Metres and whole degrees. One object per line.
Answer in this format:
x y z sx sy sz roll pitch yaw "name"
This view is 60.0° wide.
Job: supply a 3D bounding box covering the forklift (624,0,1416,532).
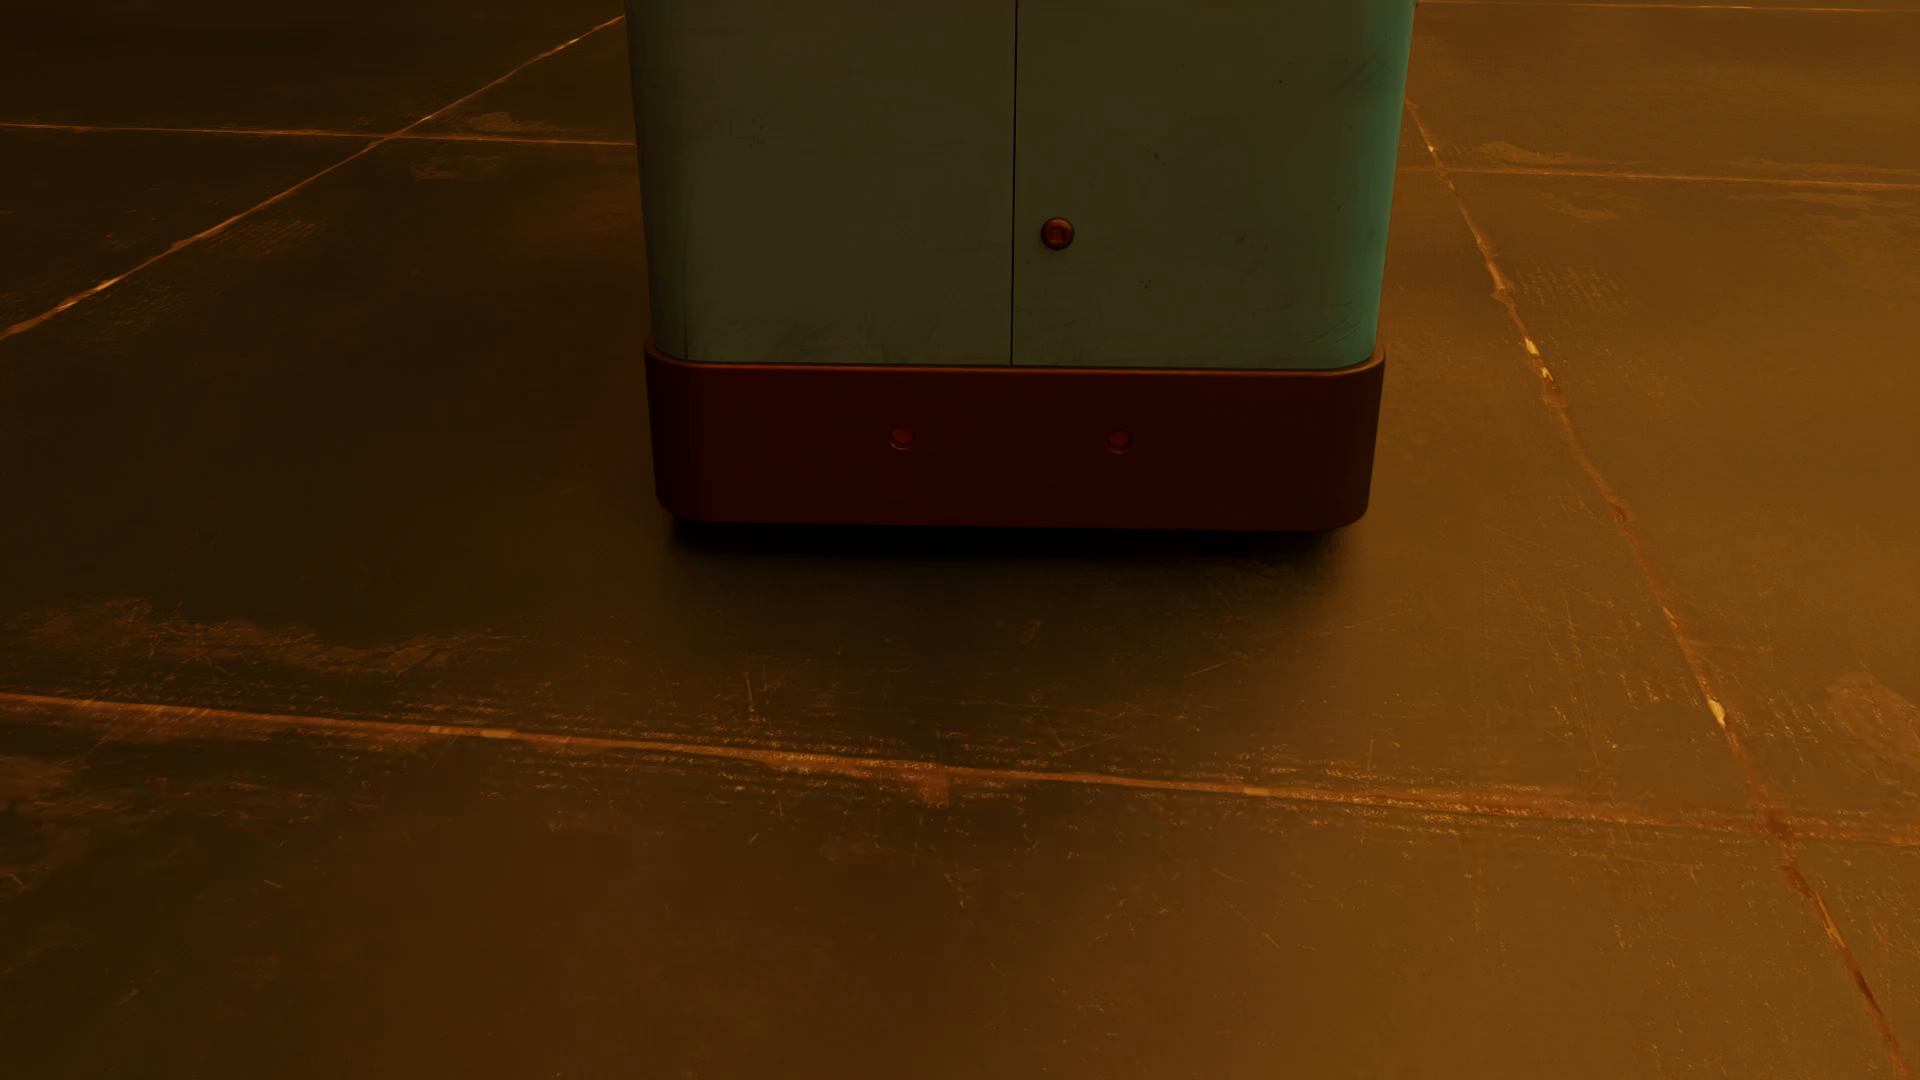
0.125 -1.940 3.106 1.130 2.935 3.031 1 27 2 "forklift"
